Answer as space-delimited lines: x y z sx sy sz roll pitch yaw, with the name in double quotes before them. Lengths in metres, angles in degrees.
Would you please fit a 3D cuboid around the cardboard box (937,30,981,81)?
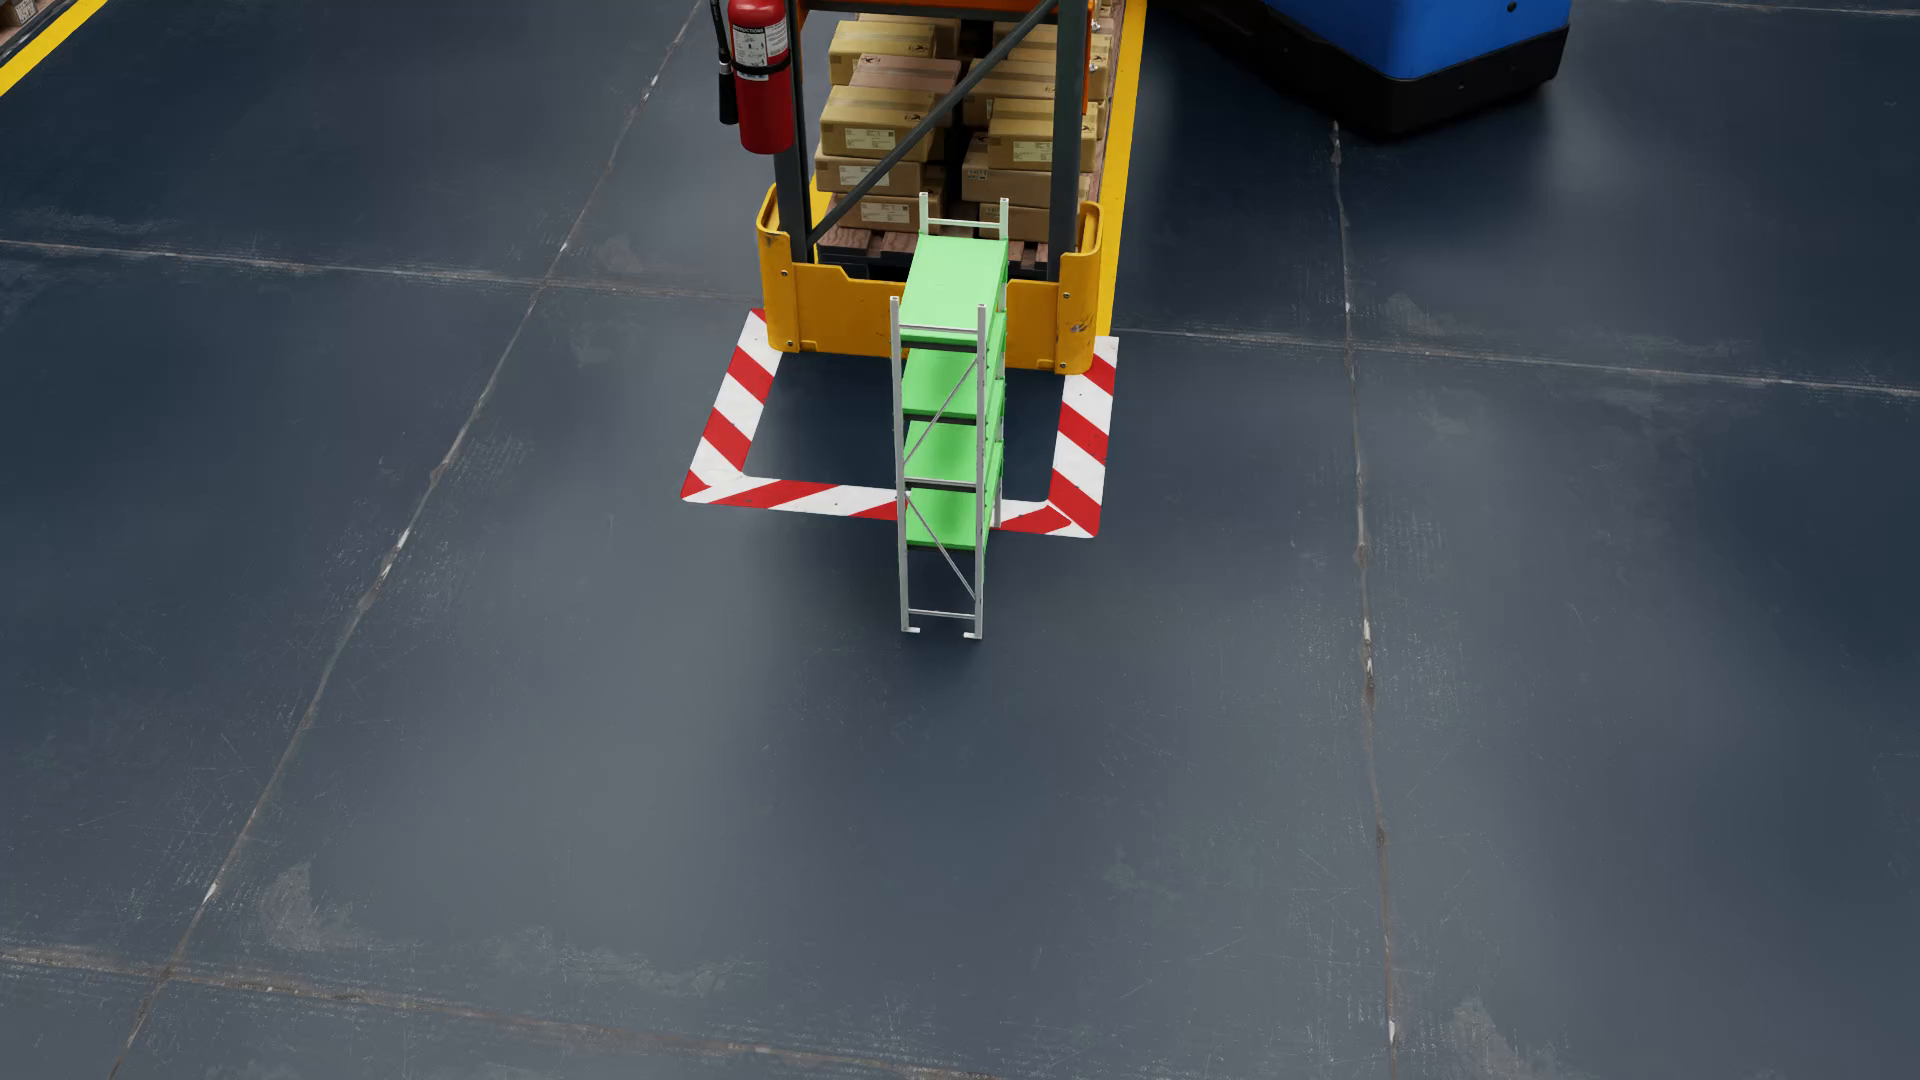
"cardboard box" -0.118 -1.922 6.650 0.380 0.149 0.250 5 44 5

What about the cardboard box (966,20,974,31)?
"cardboard box" -0.145 -2.168 7.126 0.380 0.149 0.250 6 44 6

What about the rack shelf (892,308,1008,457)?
"rack shelf" -0.022 -0.451 4.597 0.258 0.148 0.480 5 44 6

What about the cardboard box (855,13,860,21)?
"cardboard box" -0.215 -2.213 6.741 0.380 0.149 0.250 7 44 7

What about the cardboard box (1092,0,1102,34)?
"cardboard box" 0.371 -2.166 6.691 0.380 0.149 0.250 7 44 7

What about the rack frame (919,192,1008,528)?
"rack frame" 0.010 -0.489 4.894 0.240 1.200 0.015 5 44 6

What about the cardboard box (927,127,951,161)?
"cardboard box" -0.235 -1.567 6.275 0.380 0.149 0.250 4 44 5

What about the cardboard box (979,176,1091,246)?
"cardboard box" 0.277 -1.228 6.134 0.380 0.149 0.250 6 44 6

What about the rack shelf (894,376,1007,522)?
"rack shelf" -0.022 -0.276 4.762 0.258 0.148 0.480 5 44 6

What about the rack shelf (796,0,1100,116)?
"rack shelf" 0.155 -2.885 6.638 1.077 0.370 4.000 5 44 6

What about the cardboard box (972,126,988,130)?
"cardboard box" 0.251 -1.698 6.414 0.380 0.149 0.250 6 44 6

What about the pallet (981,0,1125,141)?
"pallet" 0.207 -2.202 7.422 1.003 0.211 1.213 5 44 6

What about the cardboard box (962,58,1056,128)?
"cardboard box" 0.214 -1.641 6.137 0.380 0.149 0.250 6 44 6

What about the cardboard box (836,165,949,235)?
"cardboard box" -0.247 -1.278 6.186 0.380 0.149 0.250 6 44 6

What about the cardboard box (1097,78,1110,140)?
"cardboard box" 0.399 -1.748 6.683 0.380 0.149 0.250 6 44 6

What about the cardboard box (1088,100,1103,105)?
"cardboard box" 0.393 -1.863 6.588 0.380 0.149 0.250 7 44 7

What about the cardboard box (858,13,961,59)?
"cardboard box" -0.195 -2.025 6.542 0.380 0.149 0.250 4 44 4

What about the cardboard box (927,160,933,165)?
"cardboard box" -0.313 -1.462 6.381 0.380 0.149 0.250 6 44 7

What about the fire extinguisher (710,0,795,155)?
"fire extinguisher" -0.600 -1.490 4.969 0.296 0.674 0.183 5 44 6

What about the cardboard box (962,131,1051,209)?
"cardboard box" 0.214 -1.342 6.037 0.380 0.149 0.250 7 44 7

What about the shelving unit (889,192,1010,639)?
"shelving unit" -0.022 -0.323 4.718 0.258 1.200 0.503 5 44 6

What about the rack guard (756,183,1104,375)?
"rack guard" -0.099 -0.927 5.865 1.175 0.500 0.348 5 44 6

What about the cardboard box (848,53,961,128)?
"cardboard box" -0.201 -1.666 6.163 0.380 0.149 0.250 6 44 6

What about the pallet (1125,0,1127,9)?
"pallet" 0.366 -3.036 8.302 1.003 0.211 1.213 5 44 6

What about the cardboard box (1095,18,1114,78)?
"cardboard box" 0.457 -2.093 7.046 0.380 0.149 0.250 3 44 3

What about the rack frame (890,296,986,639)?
"rack frame" -0.054 -0.156 4.543 0.240 1.200 0.015 5 44 6

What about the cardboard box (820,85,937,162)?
"cardboard box" -0.291 -1.500 5.988 0.380 0.149 0.250 6 44 6

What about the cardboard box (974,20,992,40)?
"cardboard box" -0.038 -2.333 7.301 0.380 0.149 0.250 6 44 7

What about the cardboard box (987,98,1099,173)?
"cardboard box" 0.297 -1.442 5.927 0.380 0.149 0.250 3 44 4

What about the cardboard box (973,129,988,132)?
"cardboard box" 0.257 -1.584 6.509 0.380 0.149 0.250 6 44 6

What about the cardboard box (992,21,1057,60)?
"cardboard box" 0.325 -1.978 6.493 0.380 0.149 0.250 3 44 3

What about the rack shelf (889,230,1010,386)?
"rack shelf" -0.022 -0.625 4.432 0.258 0.148 0.480 5 44 6

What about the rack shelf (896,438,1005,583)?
"rack shelf" -0.022 -0.102 4.927 0.258 0.148 0.480 5 44 6

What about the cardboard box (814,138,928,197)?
"cardboard box" -0.323 -1.394 6.092 0.380 0.149 0.250 4 44 4

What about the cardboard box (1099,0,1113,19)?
"cardboard box" 0.468 -2.284 7.248 0.380 0.149 0.250 5 44 6

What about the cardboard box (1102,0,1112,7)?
"cardboard box" 0.451 -2.341 6.876 0.380 0.149 0.250 6 44 6

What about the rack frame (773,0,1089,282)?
"rack frame" -0.109 -1.783 4.951 1.000 3.000 0.127 5 44 6

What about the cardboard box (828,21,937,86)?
"cardboard box" -0.292 -1.854 6.362 0.380 0.149 0.250 4 44 5

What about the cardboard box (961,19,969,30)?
"cardboard box" -0.148 -2.275 7.023 0.380 0.149 0.250 7 44 8

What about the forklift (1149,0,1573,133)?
"forklift" 1.423 -3.754 7.083 1.130 2.935 3.031 -23 48 -23

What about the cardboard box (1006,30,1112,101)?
"cardboard box" 0.374 -1.801 6.306 0.380 0.149 0.250 5 44 5

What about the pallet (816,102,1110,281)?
"pallet" 0.043 -1.373 6.546 1.003 0.211 1.213 5 44 6

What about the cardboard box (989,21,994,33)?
"cardboard box" 0.328 -2.241 6.987 0.380 0.149 0.250 7 44 8

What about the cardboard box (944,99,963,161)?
"cardboard box" -0.193 -1.635 6.563 0.380 0.149 0.250 5 44 5
